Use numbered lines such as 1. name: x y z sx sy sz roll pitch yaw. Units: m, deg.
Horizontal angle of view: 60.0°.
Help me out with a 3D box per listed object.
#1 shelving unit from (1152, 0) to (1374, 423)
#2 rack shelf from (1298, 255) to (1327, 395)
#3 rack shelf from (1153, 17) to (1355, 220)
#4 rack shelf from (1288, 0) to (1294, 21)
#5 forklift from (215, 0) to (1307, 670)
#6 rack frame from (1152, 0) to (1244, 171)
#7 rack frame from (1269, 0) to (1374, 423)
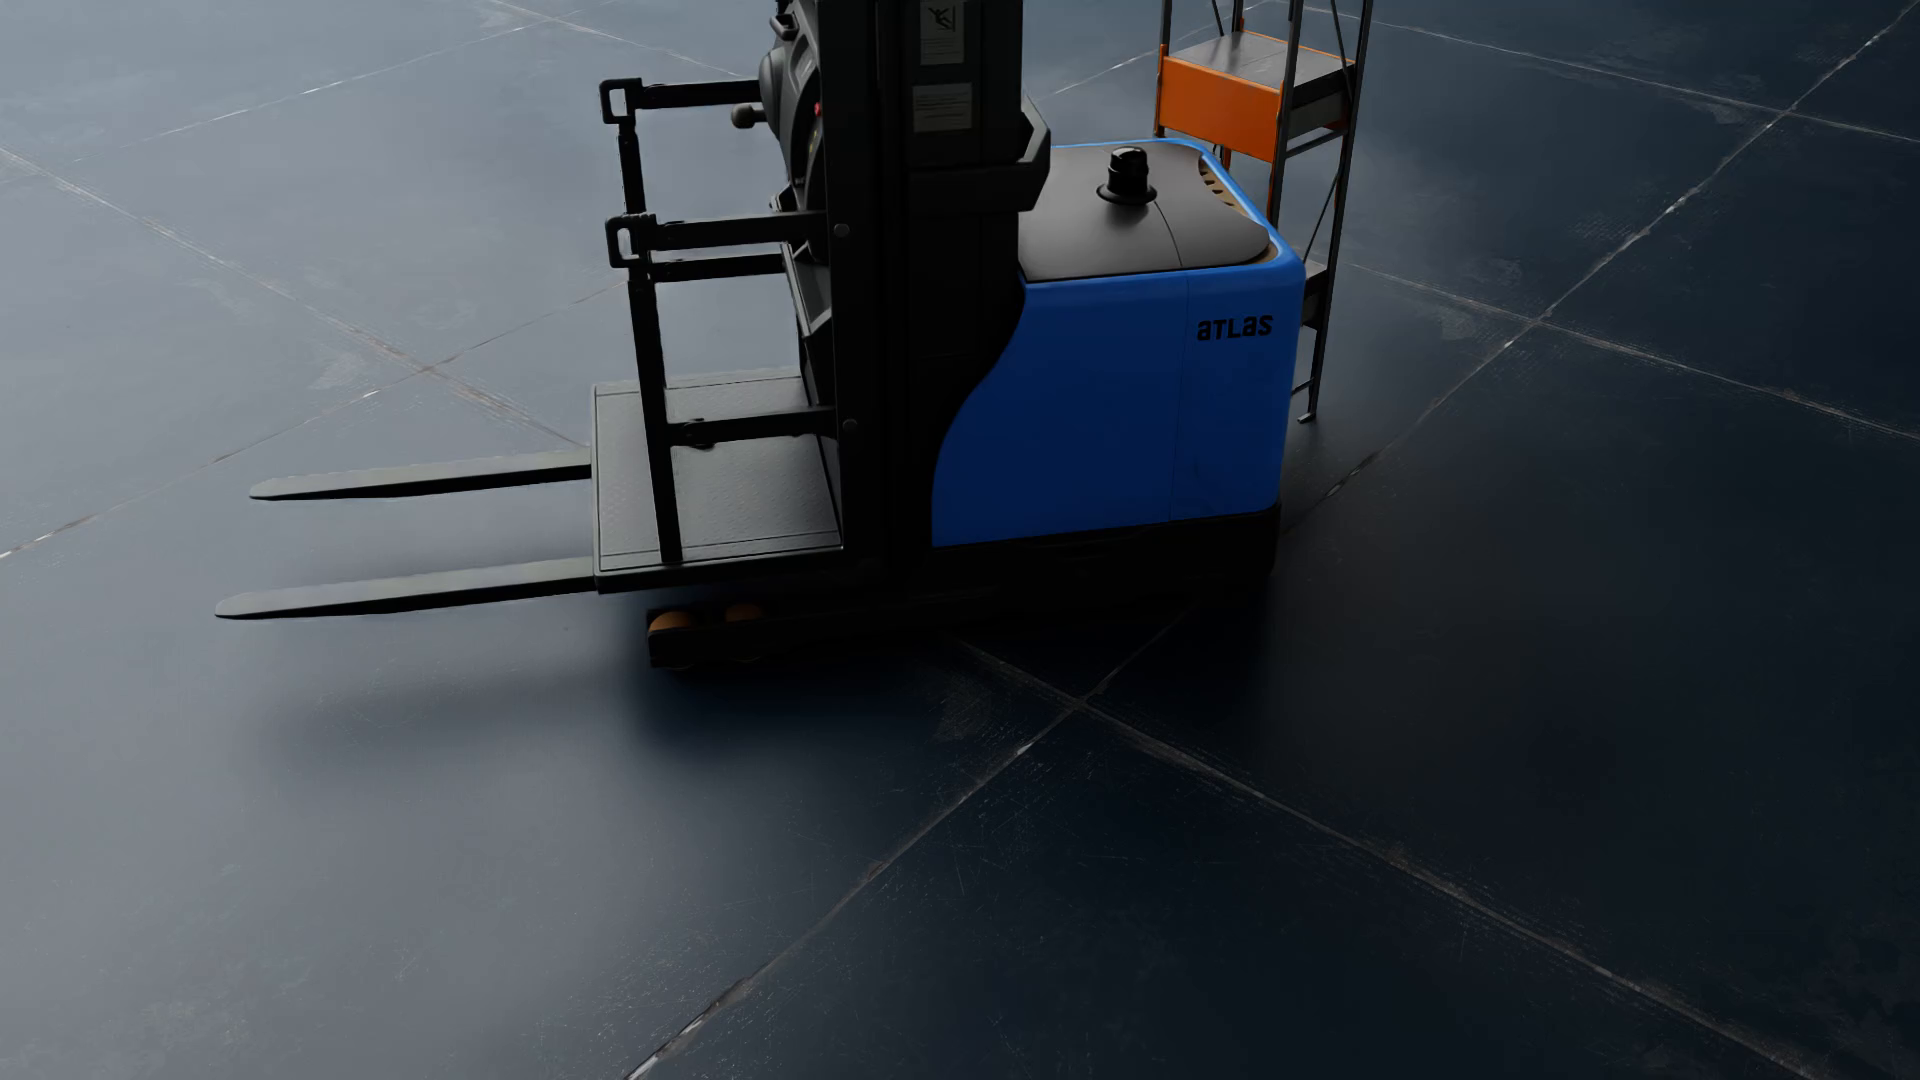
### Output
1. shelving unit: 0.945 -1.337 5.342 0.431 2.100 0.503 -28 43 -35
2. rack shelf: 0.945 -0.749 5.746 0.431 0.518 0.480 -28 43 -35
3. rack shelf: 0.945 -1.326 5.350 0.431 0.518 0.480 -28 43 -35
4. rack shelf: 0.945 -1.903 4.953 0.431 0.518 0.480 -28 43 -35
5. forklift: -0.620 -1.165 4.357 3.031 2.935 1.130 -6 35 -9
6. rack frame: 0.776 -1.437 5.488 0.400 2.100 0.015 -28 43 -35
7. rack frame: 1.113 -1.237 5.196 0.400 2.100 0.015 -28 43 -35
